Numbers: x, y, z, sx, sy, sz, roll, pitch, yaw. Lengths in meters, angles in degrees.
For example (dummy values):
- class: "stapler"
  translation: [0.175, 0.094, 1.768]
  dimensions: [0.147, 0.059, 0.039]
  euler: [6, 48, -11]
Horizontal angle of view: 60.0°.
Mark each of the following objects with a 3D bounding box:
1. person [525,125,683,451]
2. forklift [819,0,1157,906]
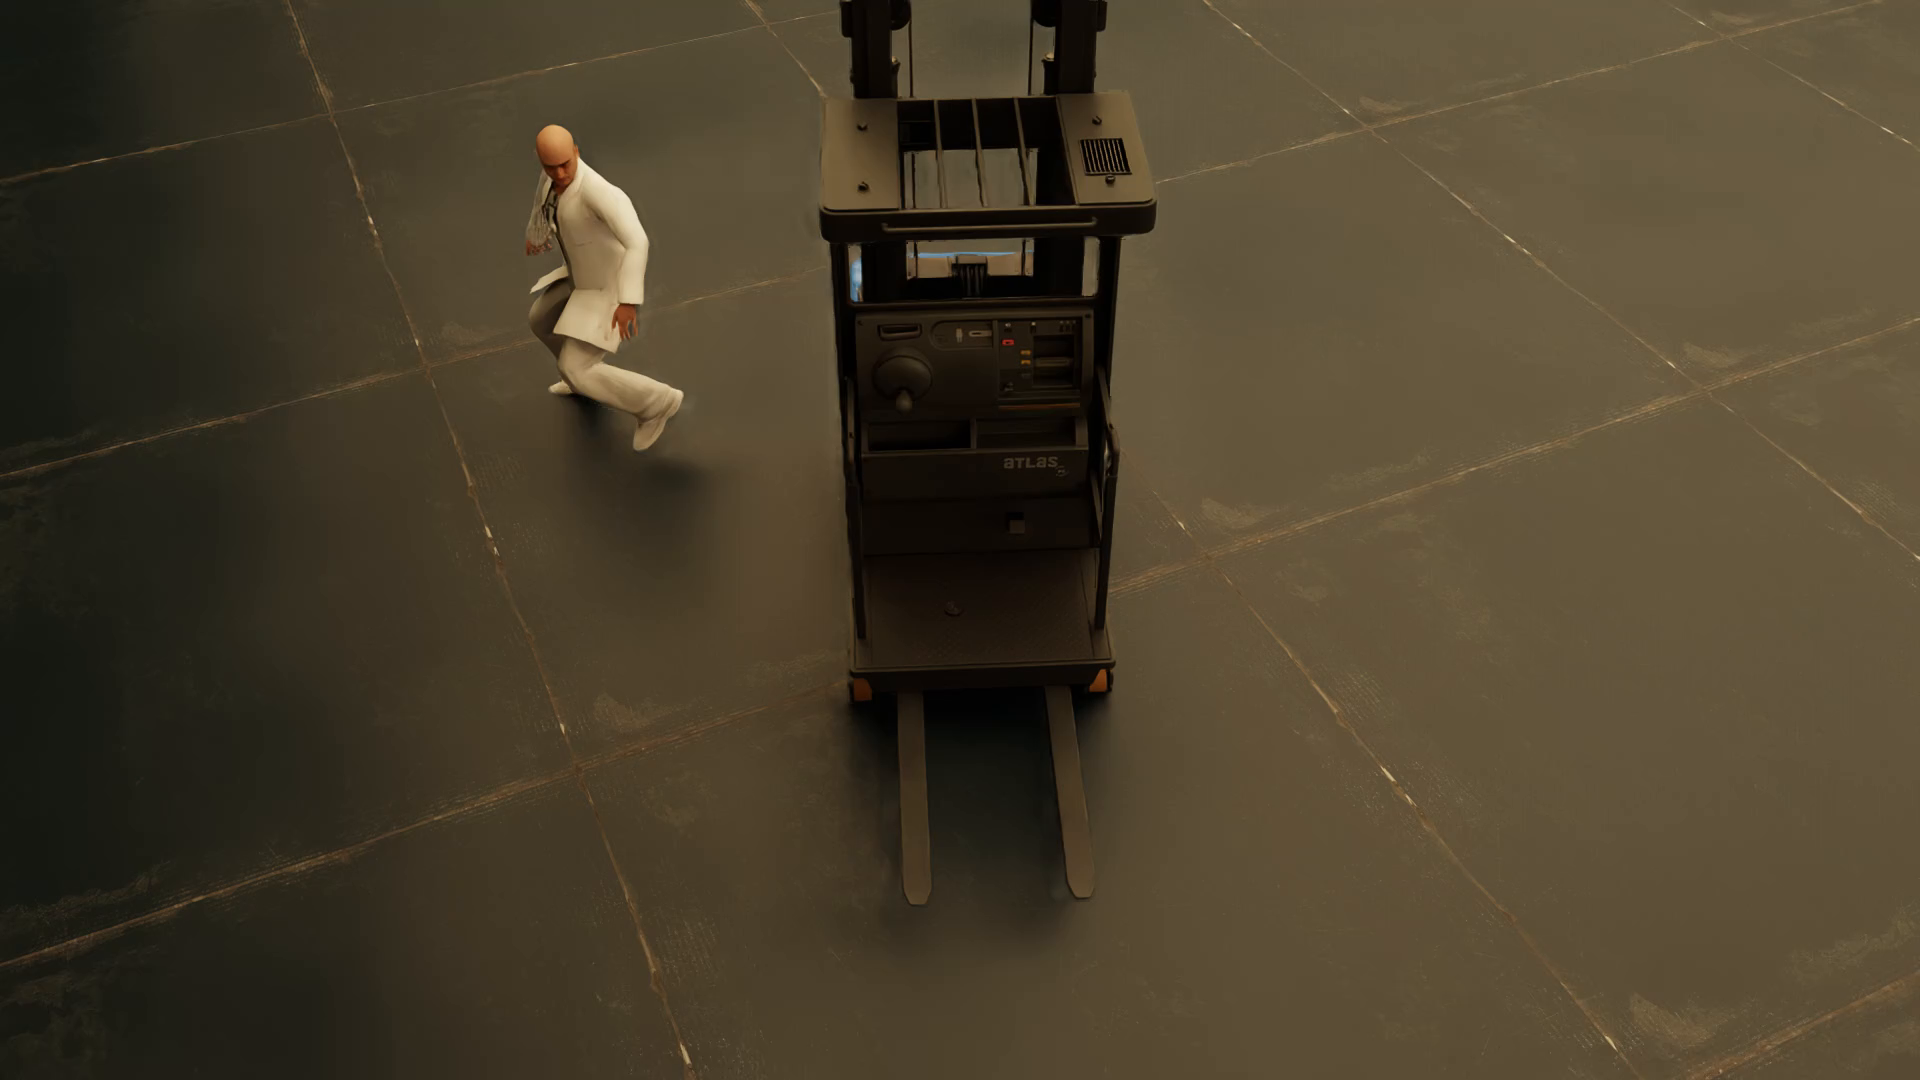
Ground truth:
- class: "person"
  translation: [-1.802, -1.248, 8.005]
  dimensions: [0.542, 1.658, 1.120]
  euler: [-20, 47, -21]
- class: "forklift"
  translation: [0.071, -0.617, 6.342]
  dimensions: [1.130, 2.935, 3.031]
  euler: [-2, 43, -2]
